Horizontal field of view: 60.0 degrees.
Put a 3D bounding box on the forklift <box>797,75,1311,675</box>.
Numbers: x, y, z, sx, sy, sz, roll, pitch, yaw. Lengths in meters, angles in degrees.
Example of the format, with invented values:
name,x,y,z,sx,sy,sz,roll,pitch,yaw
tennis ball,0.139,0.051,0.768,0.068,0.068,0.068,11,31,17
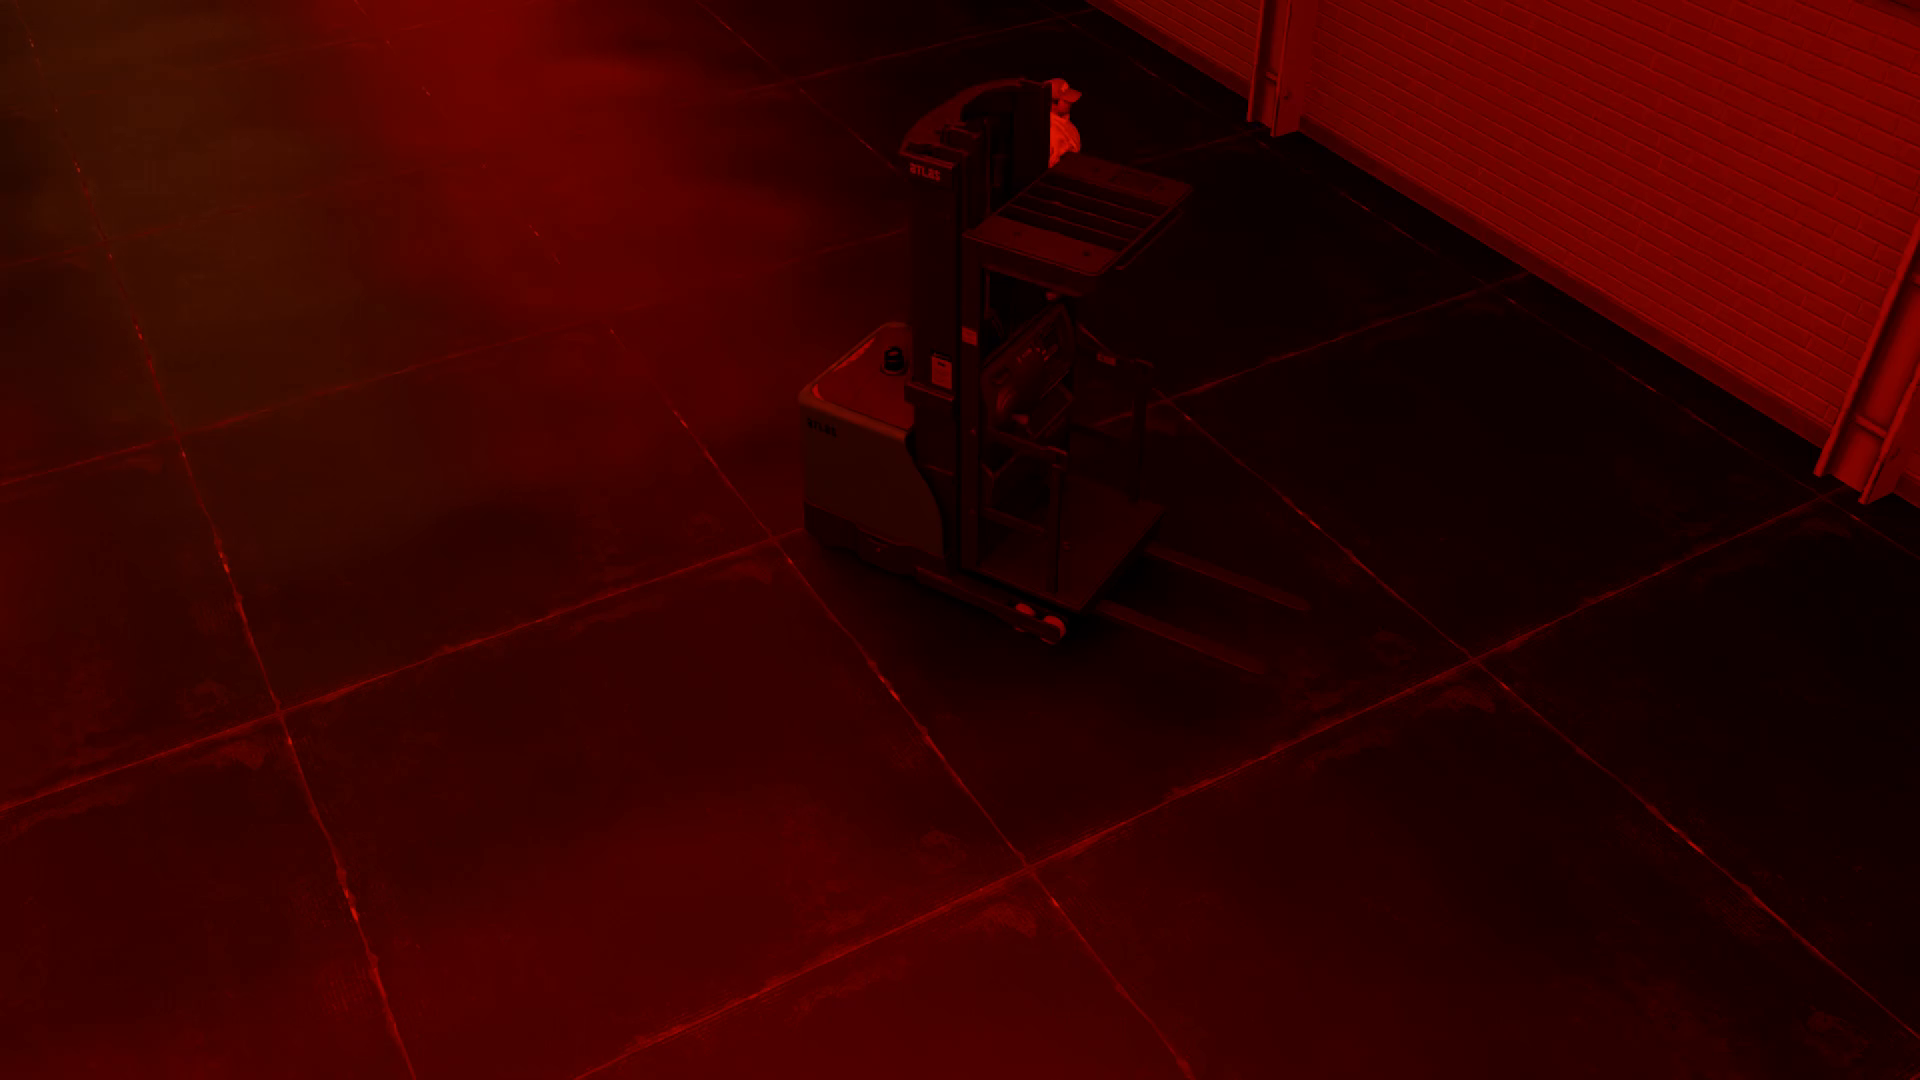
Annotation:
name,x,y,z,sx,sy,sz,roll,pitch,yaw
forklift,0.554,-0.916,9.140,3.031,2.935,1.130,22,44,24

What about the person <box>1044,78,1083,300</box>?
name,x,y,z,sx,sy,sz,roll,pitch,yaw
person,0.687,-2.566,12.126,0.389,1.669,0.480,2,40,2
